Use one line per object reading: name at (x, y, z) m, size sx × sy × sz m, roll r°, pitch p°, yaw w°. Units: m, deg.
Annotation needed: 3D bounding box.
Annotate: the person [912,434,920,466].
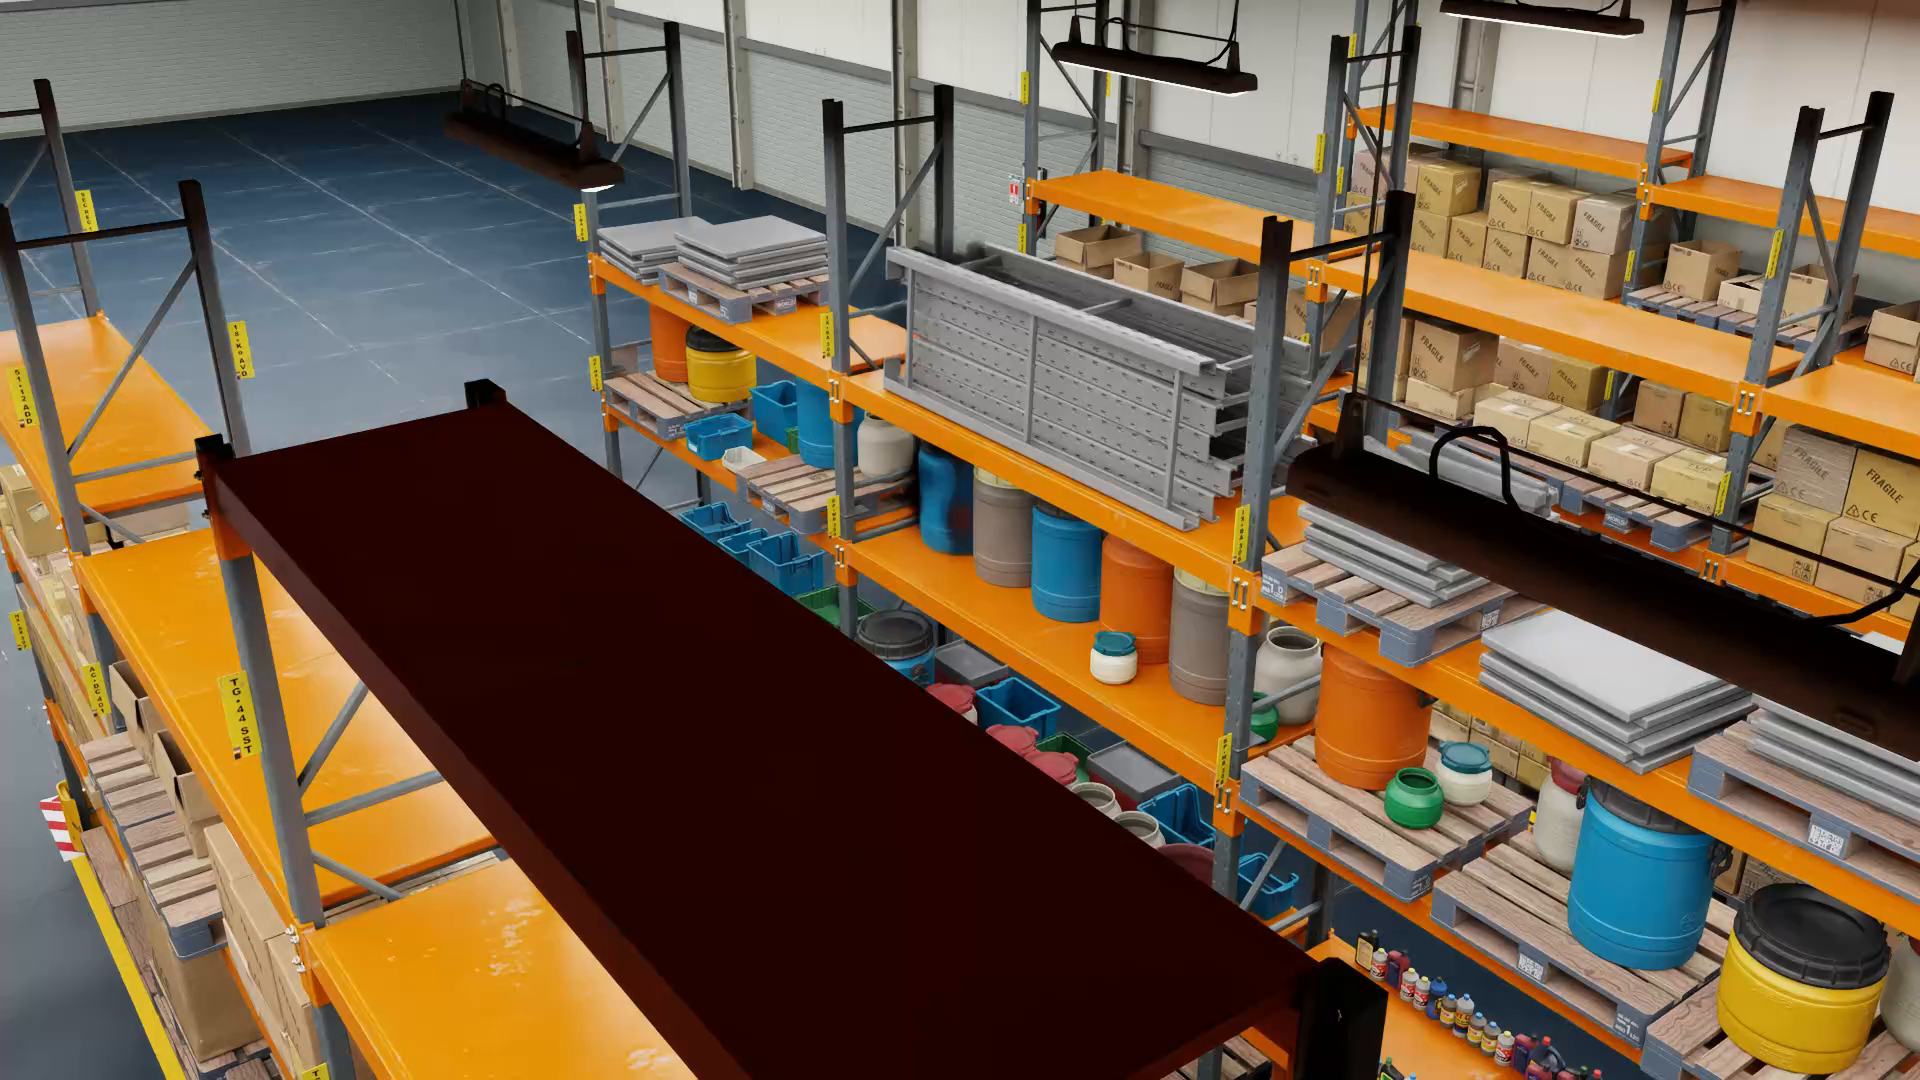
person at (-0.438, -1.373, 20.109) m, size 0.851 × 1.633 × 0.573 m, roll -5°, pitch 25°, yaw -10°
